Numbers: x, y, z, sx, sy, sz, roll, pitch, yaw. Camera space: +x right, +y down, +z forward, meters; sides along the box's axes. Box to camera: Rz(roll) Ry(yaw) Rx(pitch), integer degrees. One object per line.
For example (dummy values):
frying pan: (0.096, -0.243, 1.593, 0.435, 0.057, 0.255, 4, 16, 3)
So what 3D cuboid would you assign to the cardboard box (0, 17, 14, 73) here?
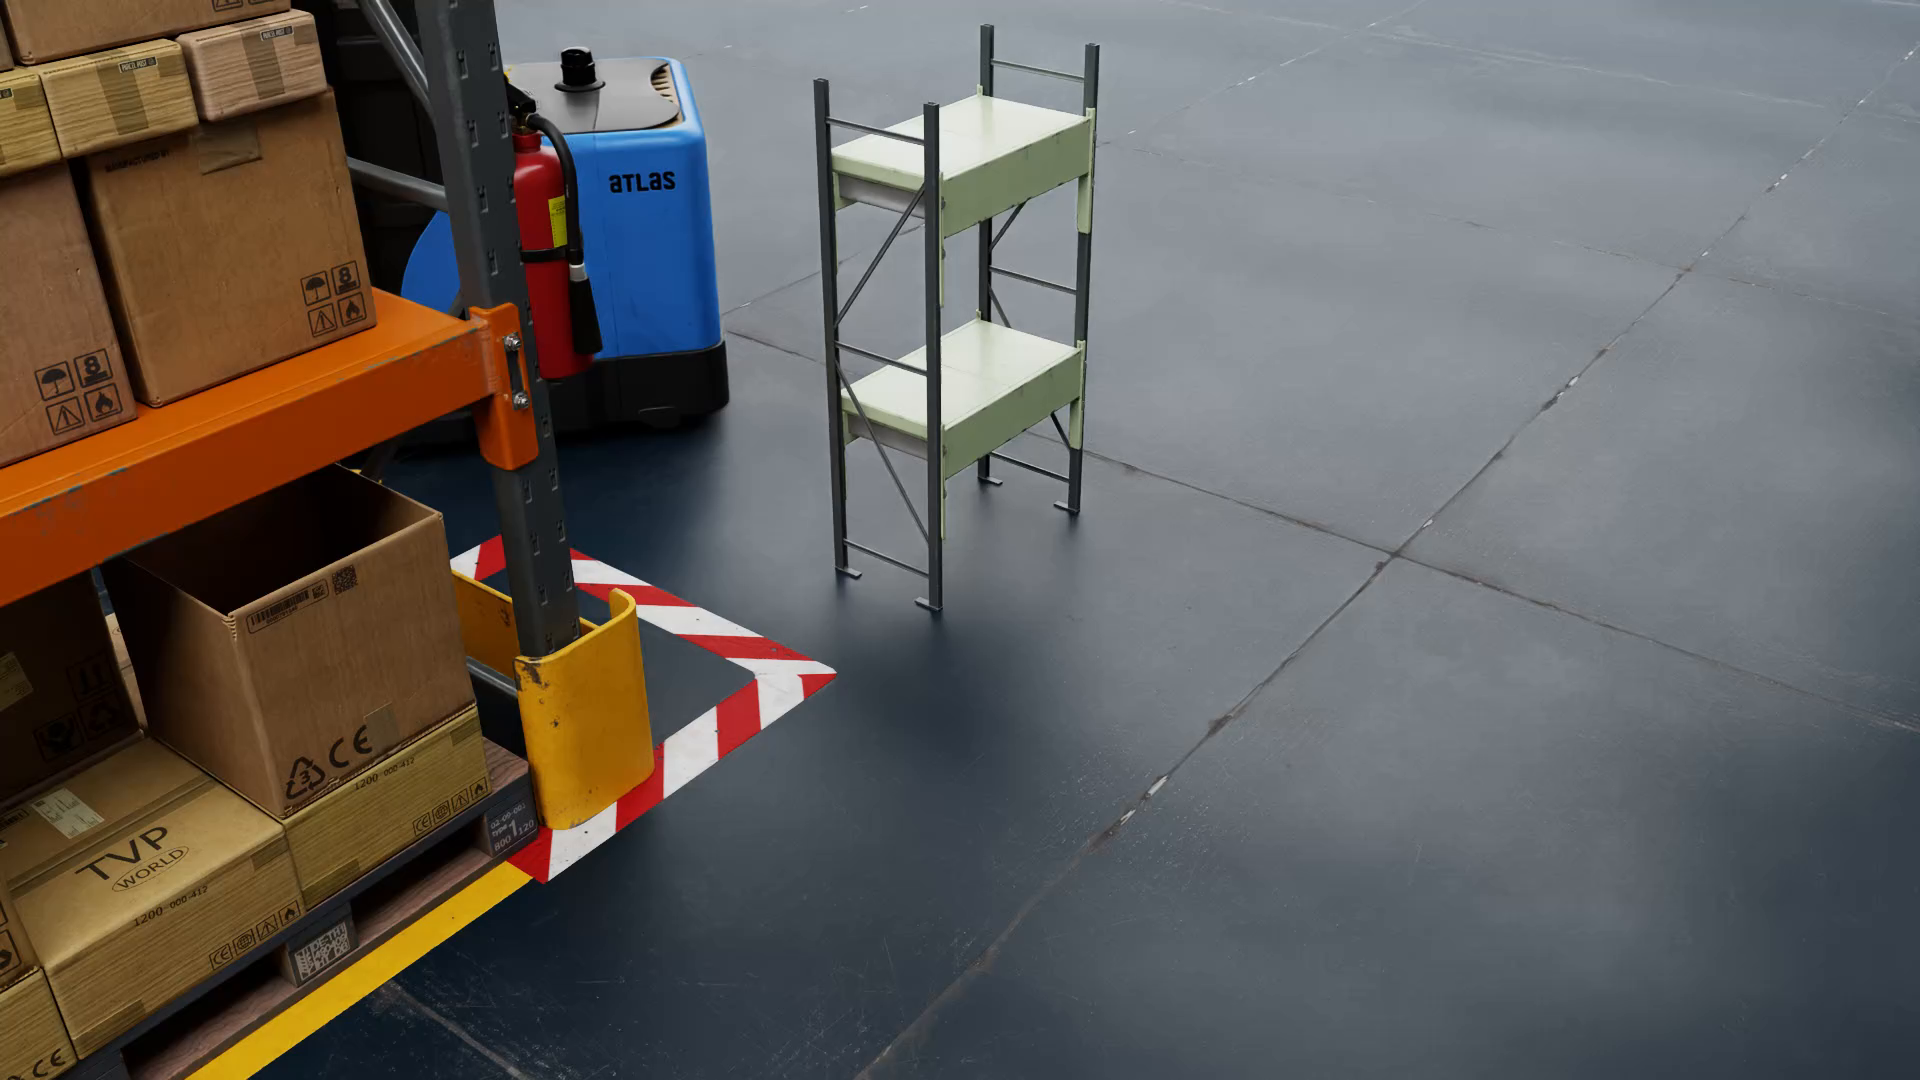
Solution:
cardboard box: (-1.977, -0.987, 2.603, 0.700, 0.500, 0.500, 20, 36, 30)

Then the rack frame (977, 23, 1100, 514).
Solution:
rack frame: (0.225, -0.797, 5.123, 0.400, 1.500, 0.023, 21, 37, 31)

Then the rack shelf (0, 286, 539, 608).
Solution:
rack shelf: (-2.547, 0.313, 2.485, 1.077, 0.370, 4.000, 21, 37, 31)

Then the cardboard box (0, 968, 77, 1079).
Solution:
cardboard box: (-2.021, 0.913, 3.053, 0.500, 0.250, 0.500, 21, 37, 31)

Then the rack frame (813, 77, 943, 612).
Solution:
rack frame: (-0.217, -0.499, 4.621, 0.400, 1.500, 0.023, 21, 37, 31)

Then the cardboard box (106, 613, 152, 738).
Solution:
cardboard box: (-1.841, 0.343, 4.015, 0.500, 0.250, 0.500, 21, 37, 31)

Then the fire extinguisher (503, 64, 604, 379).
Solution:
fire extinguisher: (-0.898, -0.681, 3.532, 0.296, 0.674, 0.183, 21, 37, 31)

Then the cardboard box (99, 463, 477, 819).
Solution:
cardboard box: (-1.426, 0.180, 3.553, 0.500, 0.500, 0.500, 21, 37, 31)

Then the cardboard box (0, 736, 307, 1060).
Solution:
cardboard box: (-1.720, 0.709, 3.396, 0.500, 0.250, 0.500, 21, 37, 31)

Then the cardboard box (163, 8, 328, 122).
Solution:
cardboard box: (-1.419, -0.917, 3.121, 0.380, 0.149, 0.250, 20, 36, 31)

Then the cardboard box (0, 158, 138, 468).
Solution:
cardboard box: (-1.945, -0.451, 2.971, 0.700, 0.500, 0.500, 22, 37, 32)

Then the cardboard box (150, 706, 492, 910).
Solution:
cardboard box: (-1.428, 0.502, 3.746, 0.500, 0.250, 0.500, 21, 37, 31)

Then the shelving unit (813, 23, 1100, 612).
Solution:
shelving unit: (0.004, -0.648, 4.872, 0.431, 1.500, 0.755, 21, 37, 31)

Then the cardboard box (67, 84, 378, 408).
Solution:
cardboard box: (-1.632, -0.666, 3.334, 0.700, 0.500, 0.500, 21, 37, 31)

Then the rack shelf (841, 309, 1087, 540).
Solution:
rack shelf: (0.004, -0.367, 5.038, 0.431, 0.370, 0.720, 21, 37, 31)

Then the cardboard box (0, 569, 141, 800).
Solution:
cardboard box: (-2.141, 0.224, 3.479, 0.500, 0.500, 0.500, 21, 37, 31)

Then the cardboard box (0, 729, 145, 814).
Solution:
cardboard box: (-2.140, 0.547, 3.670, 0.500, 0.250, 0.500, 21, 37, 31)

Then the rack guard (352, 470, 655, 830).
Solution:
rack guard: (-1.325, 0.257, 4.327, 1.175, 0.500, 0.348, 21, 37, 31)

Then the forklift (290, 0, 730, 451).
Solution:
forklift: (-2.396, -1.749, 5.327, 3.031, 2.935, 1.130, -6, 31, -11)

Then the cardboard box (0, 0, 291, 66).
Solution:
cardboard box: (-1.664, -1.203, 2.967, 0.700, 0.500, 0.500, 21, 37, 31)

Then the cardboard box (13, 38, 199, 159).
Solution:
cardboard box: (-1.576, -0.810, 2.941, 0.380, 0.149, 0.250, 22, 37, 32)

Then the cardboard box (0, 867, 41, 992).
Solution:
cardboard box: (-2.018, 0.591, 2.860, 0.500, 0.500, 0.500, 21, 37, 31)

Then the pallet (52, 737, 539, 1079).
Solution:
pallet: (-1.768, 0.714, 3.838, 1.003, 0.211, 1.213, 21, 37, 31)

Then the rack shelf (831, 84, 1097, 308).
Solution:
rack shelf: (0.004, -0.984, 4.673, 0.431, 0.370, 0.720, 21, 37, 31)

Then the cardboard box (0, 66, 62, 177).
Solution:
cardboard box: (-1.730, -0.706, 2.765, 0.380, 0.149, 0.250, 21, 36, 31)

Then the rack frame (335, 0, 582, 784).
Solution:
rack frame: (-1.340, -0.809, 3.673, 1.000, 3.000, 0.127, 21, 37, 31)
